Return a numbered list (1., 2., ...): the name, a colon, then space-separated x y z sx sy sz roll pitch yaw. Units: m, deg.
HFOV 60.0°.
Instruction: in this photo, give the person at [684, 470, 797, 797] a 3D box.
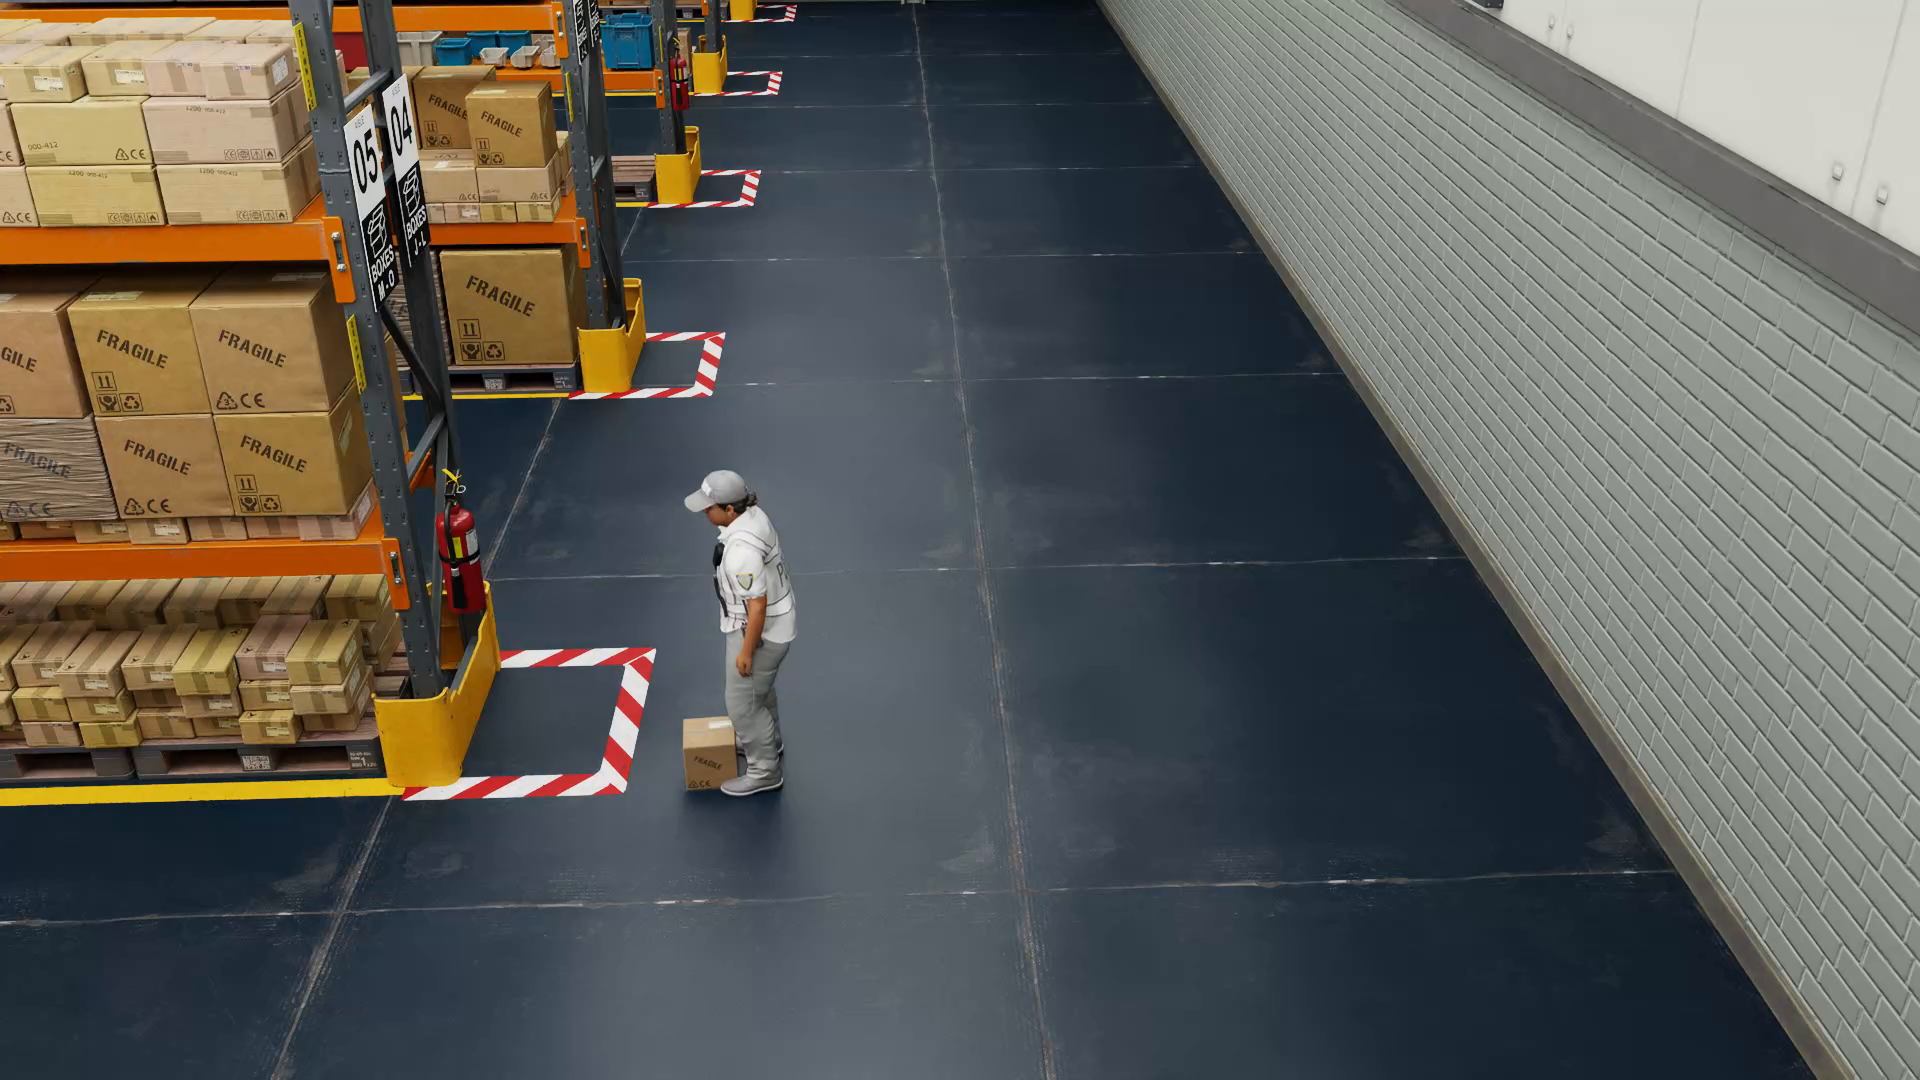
1. person: -1.006 0.412 7.830 0.469 1.665 0.560 -3 28 -6
